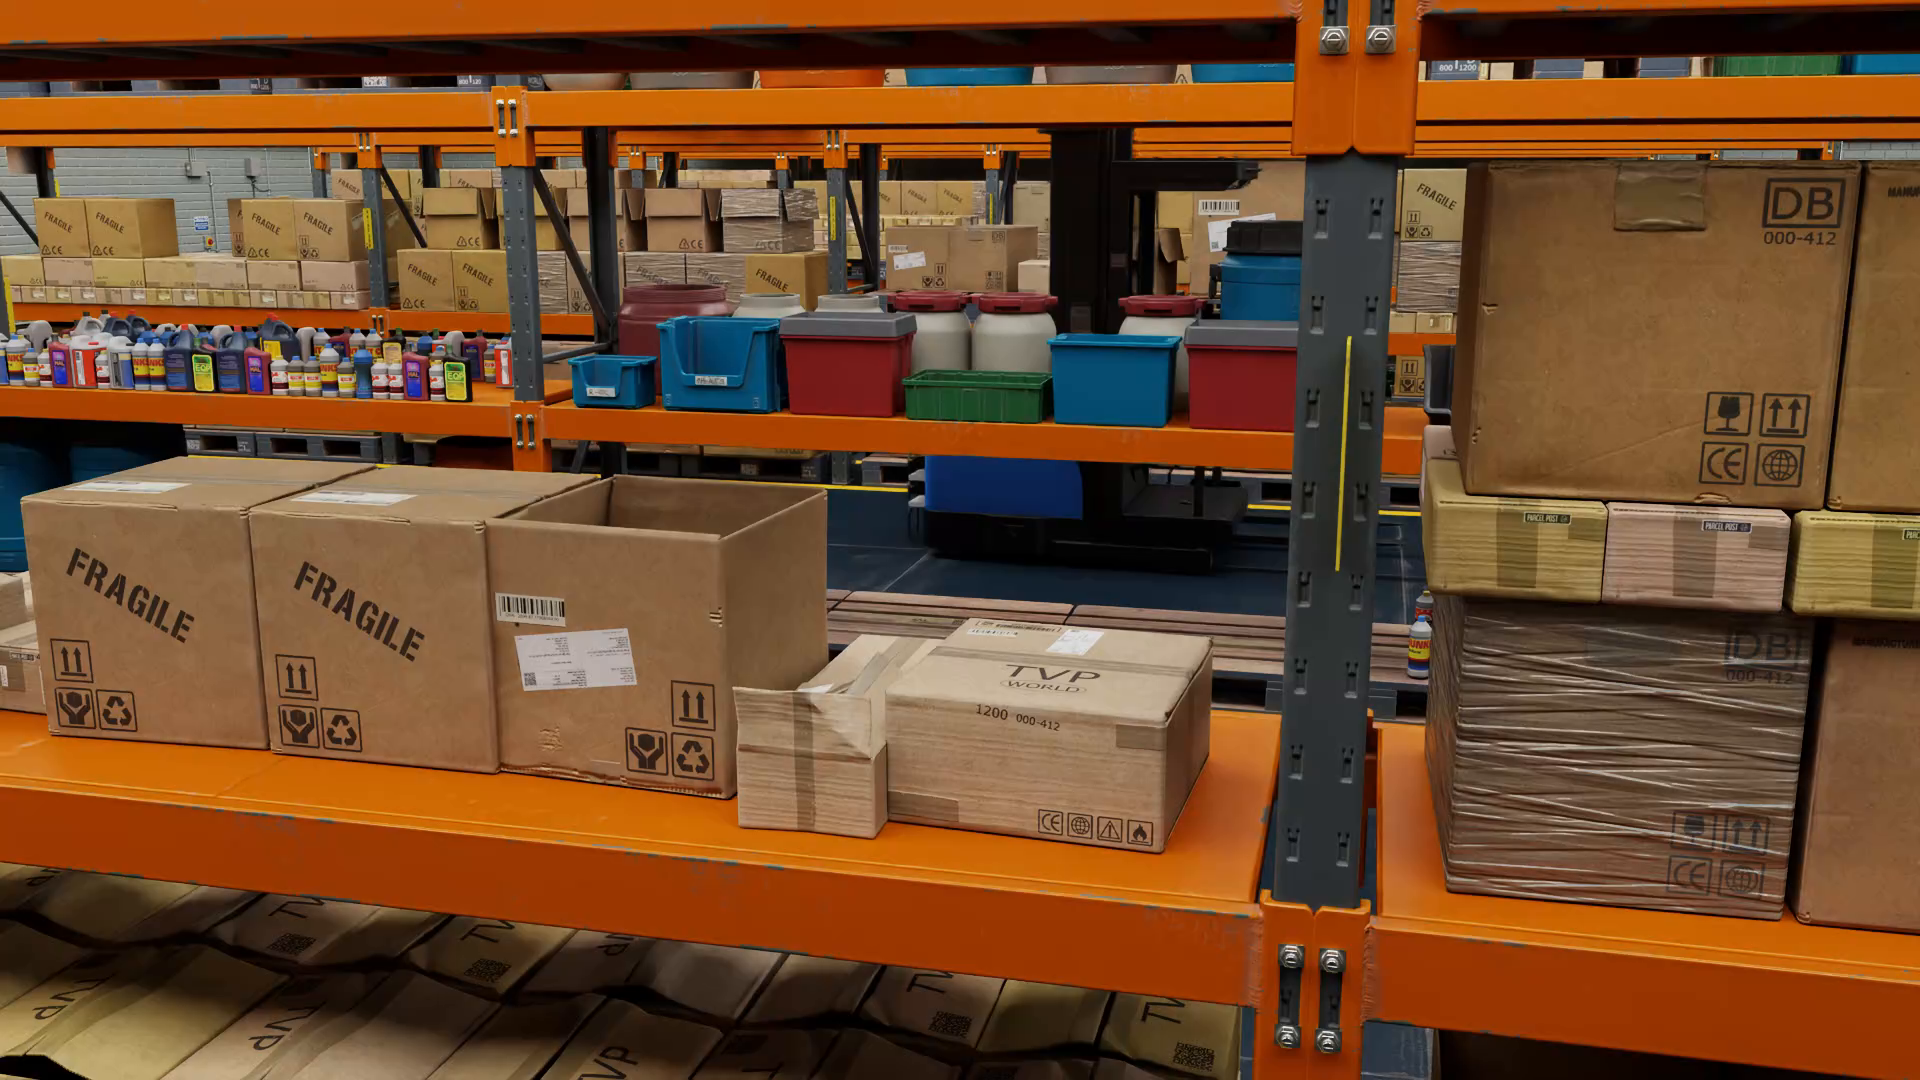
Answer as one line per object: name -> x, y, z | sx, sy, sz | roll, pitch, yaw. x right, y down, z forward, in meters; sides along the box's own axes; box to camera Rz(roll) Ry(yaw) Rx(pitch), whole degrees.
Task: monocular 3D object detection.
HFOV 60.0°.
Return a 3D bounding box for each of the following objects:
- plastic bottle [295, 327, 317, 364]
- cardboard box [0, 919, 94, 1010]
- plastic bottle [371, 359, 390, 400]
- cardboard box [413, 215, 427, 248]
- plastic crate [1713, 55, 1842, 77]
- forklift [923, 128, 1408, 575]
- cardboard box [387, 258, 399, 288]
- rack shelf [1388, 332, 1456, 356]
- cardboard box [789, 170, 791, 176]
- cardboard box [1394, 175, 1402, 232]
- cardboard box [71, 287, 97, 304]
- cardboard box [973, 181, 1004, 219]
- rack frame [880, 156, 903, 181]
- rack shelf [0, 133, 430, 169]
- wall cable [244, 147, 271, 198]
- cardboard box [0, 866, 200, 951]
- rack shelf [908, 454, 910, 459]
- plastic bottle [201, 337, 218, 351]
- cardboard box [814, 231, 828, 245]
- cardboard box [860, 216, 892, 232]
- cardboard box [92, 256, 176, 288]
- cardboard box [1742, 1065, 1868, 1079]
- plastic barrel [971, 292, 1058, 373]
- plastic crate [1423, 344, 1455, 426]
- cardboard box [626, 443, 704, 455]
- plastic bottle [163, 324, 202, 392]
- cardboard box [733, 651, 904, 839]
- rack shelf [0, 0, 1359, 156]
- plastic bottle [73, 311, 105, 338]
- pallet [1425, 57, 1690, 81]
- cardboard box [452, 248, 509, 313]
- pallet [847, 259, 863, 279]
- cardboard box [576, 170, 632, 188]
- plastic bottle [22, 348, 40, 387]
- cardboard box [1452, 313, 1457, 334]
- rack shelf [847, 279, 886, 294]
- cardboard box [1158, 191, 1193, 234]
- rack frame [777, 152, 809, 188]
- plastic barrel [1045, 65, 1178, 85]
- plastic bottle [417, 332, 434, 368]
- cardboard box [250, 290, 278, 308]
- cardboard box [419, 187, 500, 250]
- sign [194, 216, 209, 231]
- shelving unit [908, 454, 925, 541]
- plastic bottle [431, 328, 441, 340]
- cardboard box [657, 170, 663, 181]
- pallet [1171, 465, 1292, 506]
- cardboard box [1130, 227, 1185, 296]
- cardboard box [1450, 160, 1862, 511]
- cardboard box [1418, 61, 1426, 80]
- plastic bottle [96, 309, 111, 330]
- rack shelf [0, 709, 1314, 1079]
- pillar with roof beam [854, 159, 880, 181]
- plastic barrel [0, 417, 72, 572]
plastic bottle -> -3.714, -1.062, 9.382 | 0.135, 0.276, 0.152 | 3, 13, 14
cardboard box -> -2.265, 1.059, 3.618 | 0.500, 0.311, 0.500 | 3, 13, 12
plastic bottle -> -2.946, -0.821, 8.469 | 0.097, 0.201, 0.097 | 0, 13, 0
cardboard box -> -5.951, -3.517, 19.242 | 0.500, 0.500, 0.500 | 3, 13, 14
plastic crate -> 3.325, -1.974, 6.771 | 0.450, 0.188, 0.336 | 3, 13, 14
forklift -> 1.337, -1.342, 10.514 | 3.031, 2.935, 1.130 | 3, 13, 15
cardboard box -> -5.115, -2.361, 14.608 | 0.500, 0.250, 0.500 | 3, 13, 13
rack shelf -> 4.987, -1.339, 12.005 | 4.000, 0.370, 1.077 | 3, 13, 14
cardboard box -> -2.592, -5.218, 23.790 | 0.250, 0.149, 0.380 | 3, 13, 13
cardboard box -> 4.682, -3.406, 16.821 | 0.550, 0.550, 0.875 | 3, 13, 14
cardboard box -> -7.588, -2.167, 14.655 | 0.250, 0.149, 0.380 | 3, 13, 13
cardboard box -> 0.471, -4.619, 22.590 | 0.500, 0.500, 0.500 | 3, 13, 15
rack frame -> -1.162, -5.337, 28.365 | 0.127, 3.000, 1.000 | 3, 13, 14
rack shelf -> -6.664, -3.426, 14.487 | 4.000, 0.370, 1.077 | 3, 13, 14
wall cable -> -11.383, -5.583, 27.129 | 0.122, 1.984, 0.588 | 3, 13, 14
cardboard box -> -2.142, 0.946, 4.129 | 0.500, 0.311, 0.500 | 3, 13, 13
rack shelf -> -0.218, -0.595, 11.162 | 0.200, 0.077, 0.258 | 3, 13, 15
plastic bottle -> -3.924, -0.923, 8.738 | 0.133, 0.283, 0.061 | 3, 13, 14
cardboard box -> -1.394, -3.263, 17.941 | 0.250, 0.149, 0.380 | 3, 13, 15
cardboard box -> -0.895, -3.382, 17.787 | 0.250, 0.149, 0.380 | 3, 13, 15
cardboard box -> -7.211, -2.355, 14.582 | 0.500, 0.250, 0.500 | 3, 13, 12
cardboard box -> 1.530, 1.174, 2.663 | 0.500, 0.500, 0.500 | 3, 13, 14
plastic barrel -> 0.270, -0.953, 8.289 | 0.433, 0.535, 0.433 | 0, 13, 0
plastic crate -> 2.336, -0.668, 7.464 | 0.504, 0.338, 0.767 | 3, 13, 14
cardboard box -> -2.367, -1.258, 13.912 | 0.875, 0.875, 1.225 | 3, 13, 14
plastic bottle -> -4.083, -0.960, 8.750 | 0.185, 0.351, 0.144 | 3, 13, 14
cardboard box -> -0.230, 0.347, 3.053 | 0.258, 0.266, 0.396 | 3, 13, 12
rack shelf -> -1.274, -0.928, 3.227 | 4.000, 0.370, 1.077 | 3, 13, 14
plastic bottle -> -4.972, -1.134, 9.536 | 0.185, 0.351, 0.144 | 3, 13, 14
pallet -> 2.582, -2.108, 7.320 | 1.003, 0.211, 1.213 | 3, 13, 14
cardboard box -> -3.847, -2.156, 13.794 | 0.500, 0.500, 0.500 | 3, 13, 14
pallet -> -1.484, -3.040, 18.453 | 1.213, 0.211, 1.003 | 3, 13, 14
cardboard box -> -3.957, -3.897, 18.646 | 0.500, 0.500, 0.500 | 3, 13, 12
plastic bottle -> -4.995, -0.931, 8.962 | 0.097, 0.201, 0.097 | 0, 13, 0
cardboard box -> 3.671, -1.574, 11.984 | 0.250, 0.149, 0.380 | 3, 13, 14
rack shelf -> -1.494, -2.792, 18.554 | 4.000, 0.370, 1.077 | 3, 13, 14
cardboard box -> 2.368, -3.472, 17.420 | 0.500, 0.500, 0.700 | 3, 13, 13
rack frame -> -2.348, -4.293, 23.659 | 0.127, 3.000, 1.000 | 3, 13, 14
plastic barrel -> 0.678, -2.476, 7.388 | 0.600, 0.901, 0.600 | 0, 13, 0
plastic bottle -> -2.938, -1.011, 9.161 | 0.097, 0.271, 0.097 | 0, 13, 0
cardboard box -> -5.845, -2.074, 14.235 | 0.250, 0.149, 0.380 | 3, 13, 15
cardboard box -> -4.100, -2.716, 14.005 | 0.637, 0.503, 0.797 | 3, 13, 12
sign -> -11.782, -4.913, 25.831 | 0.001, 0.218, 0.327 | 3, 13, 14
shelving unit -> -0.218, -0.452, 11.193 | 0.210, 0.900, 0.258 | 3, 13, 15
plastic bottle -> -2.936, -1.034, 9.239 | 0.133, 0.283, 0.061 | 3, 13, 14
cardboard box -> -4.191, -5.185, 23.642 | 0.250, 0.149, 0.380 | 3, 13, 14
pallet -> 2.289, -0.473, 12.878 | 1.213, 0.211, 1.003 | 3, 13, 14
cardboard box -> 1.340, -2.120, 12.656 | 0.637, 0.503, 0.797 | 4, 13, 19
cardboard box -> 1.100, -0.372, 2.757 | 0.500, 0.500, 0.700 | 3, 13, 14
cardboard box -> 3.287, -3.298, 11.675 | 0.250, 0.149, 0.380 | 3, 13, 12
plastic bottle -> -4.938, -1.165, 9.672 | 0.185, 0.351, 0.144 | 3, 13, 14
rack shelf -> -1.274, 0.536, 3.552 | 4.000, 0.370, 1.077 | 3, 13, 14
pillar with roof beam -> -2.653, -7.586, 24.652 | 0.400, 9.000, 9.100 | 3, 13, 14
plastic barrel -> -5.384, -0.317, 9.610 | 0.708, 0.901, 0.600 | 3, 13, 14
